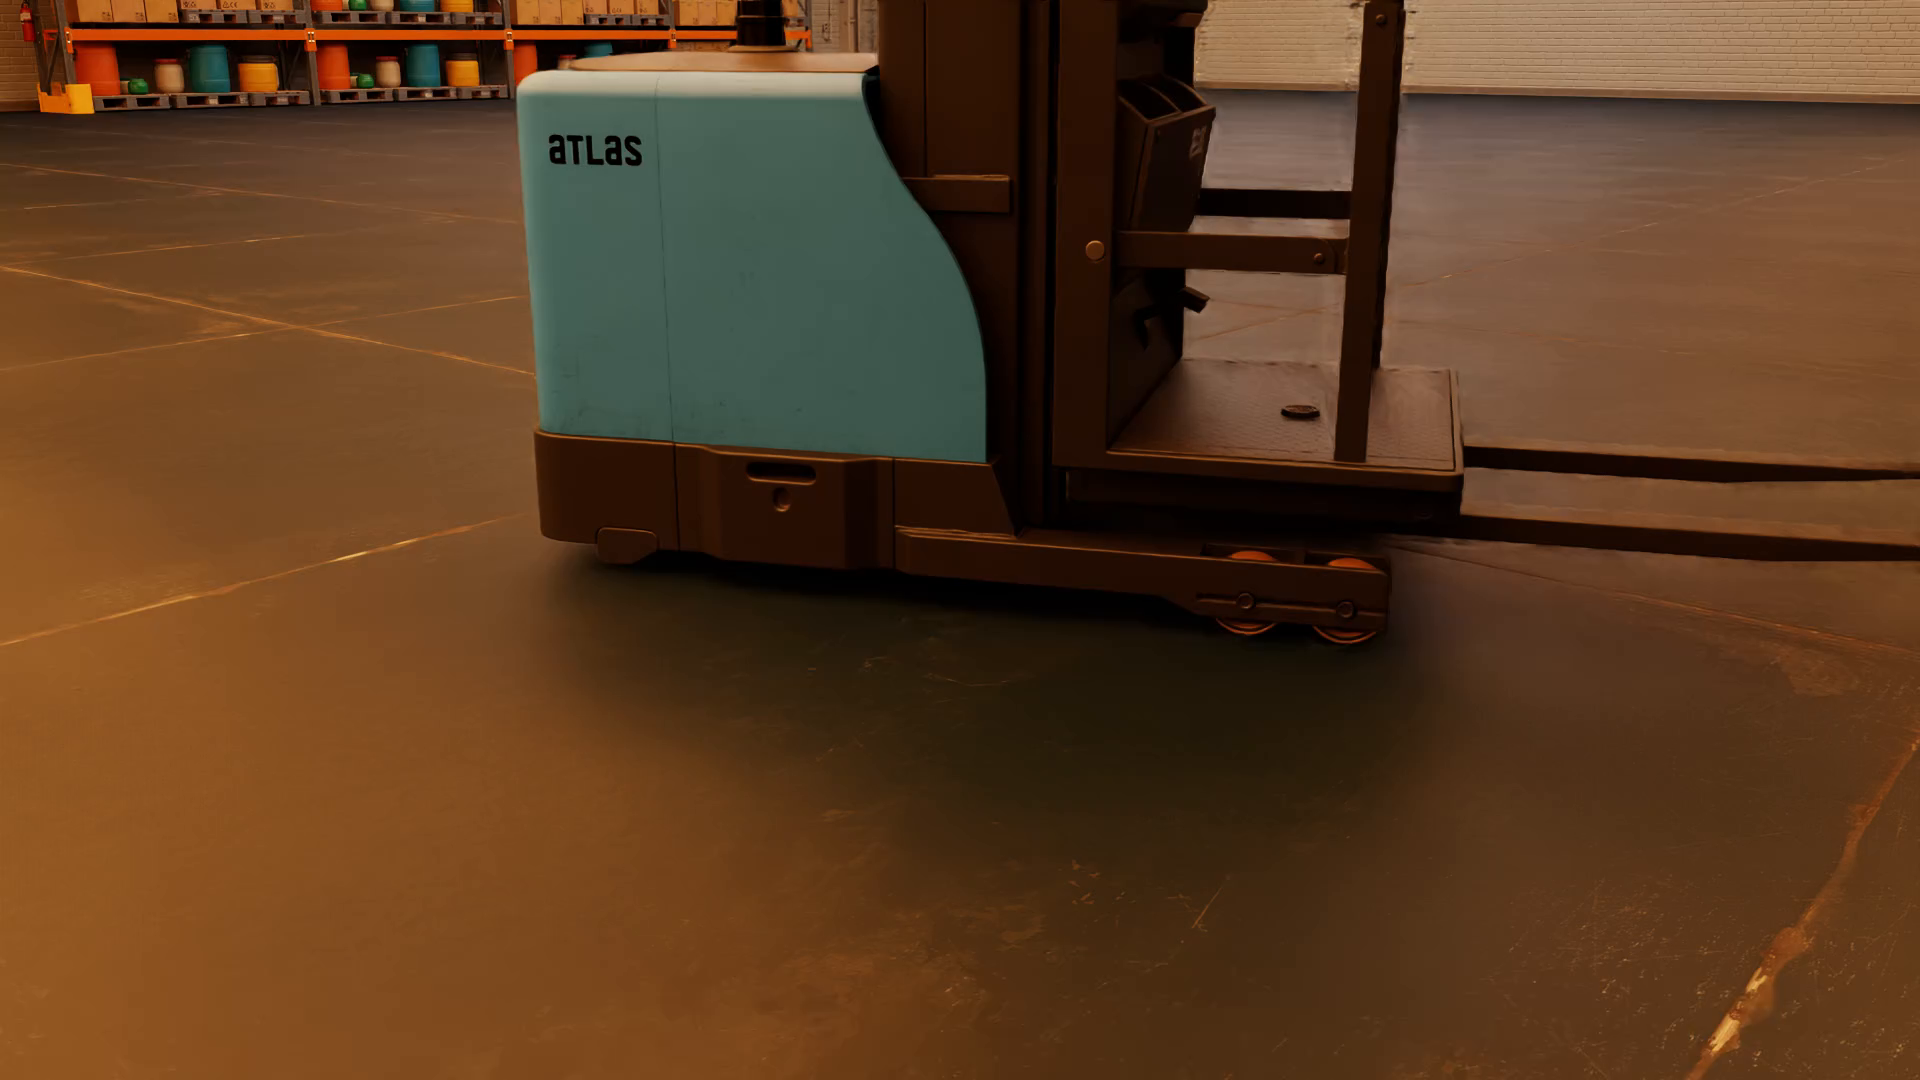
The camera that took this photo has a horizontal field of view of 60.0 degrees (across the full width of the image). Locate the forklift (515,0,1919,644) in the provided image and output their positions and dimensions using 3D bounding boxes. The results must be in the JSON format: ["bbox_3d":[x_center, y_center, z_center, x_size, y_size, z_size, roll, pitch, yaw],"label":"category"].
[{"bbox_3d":[0.624,-1.369,3.406,3.031,2.935,1.130,5,17,15],"label":"forklift"}]
